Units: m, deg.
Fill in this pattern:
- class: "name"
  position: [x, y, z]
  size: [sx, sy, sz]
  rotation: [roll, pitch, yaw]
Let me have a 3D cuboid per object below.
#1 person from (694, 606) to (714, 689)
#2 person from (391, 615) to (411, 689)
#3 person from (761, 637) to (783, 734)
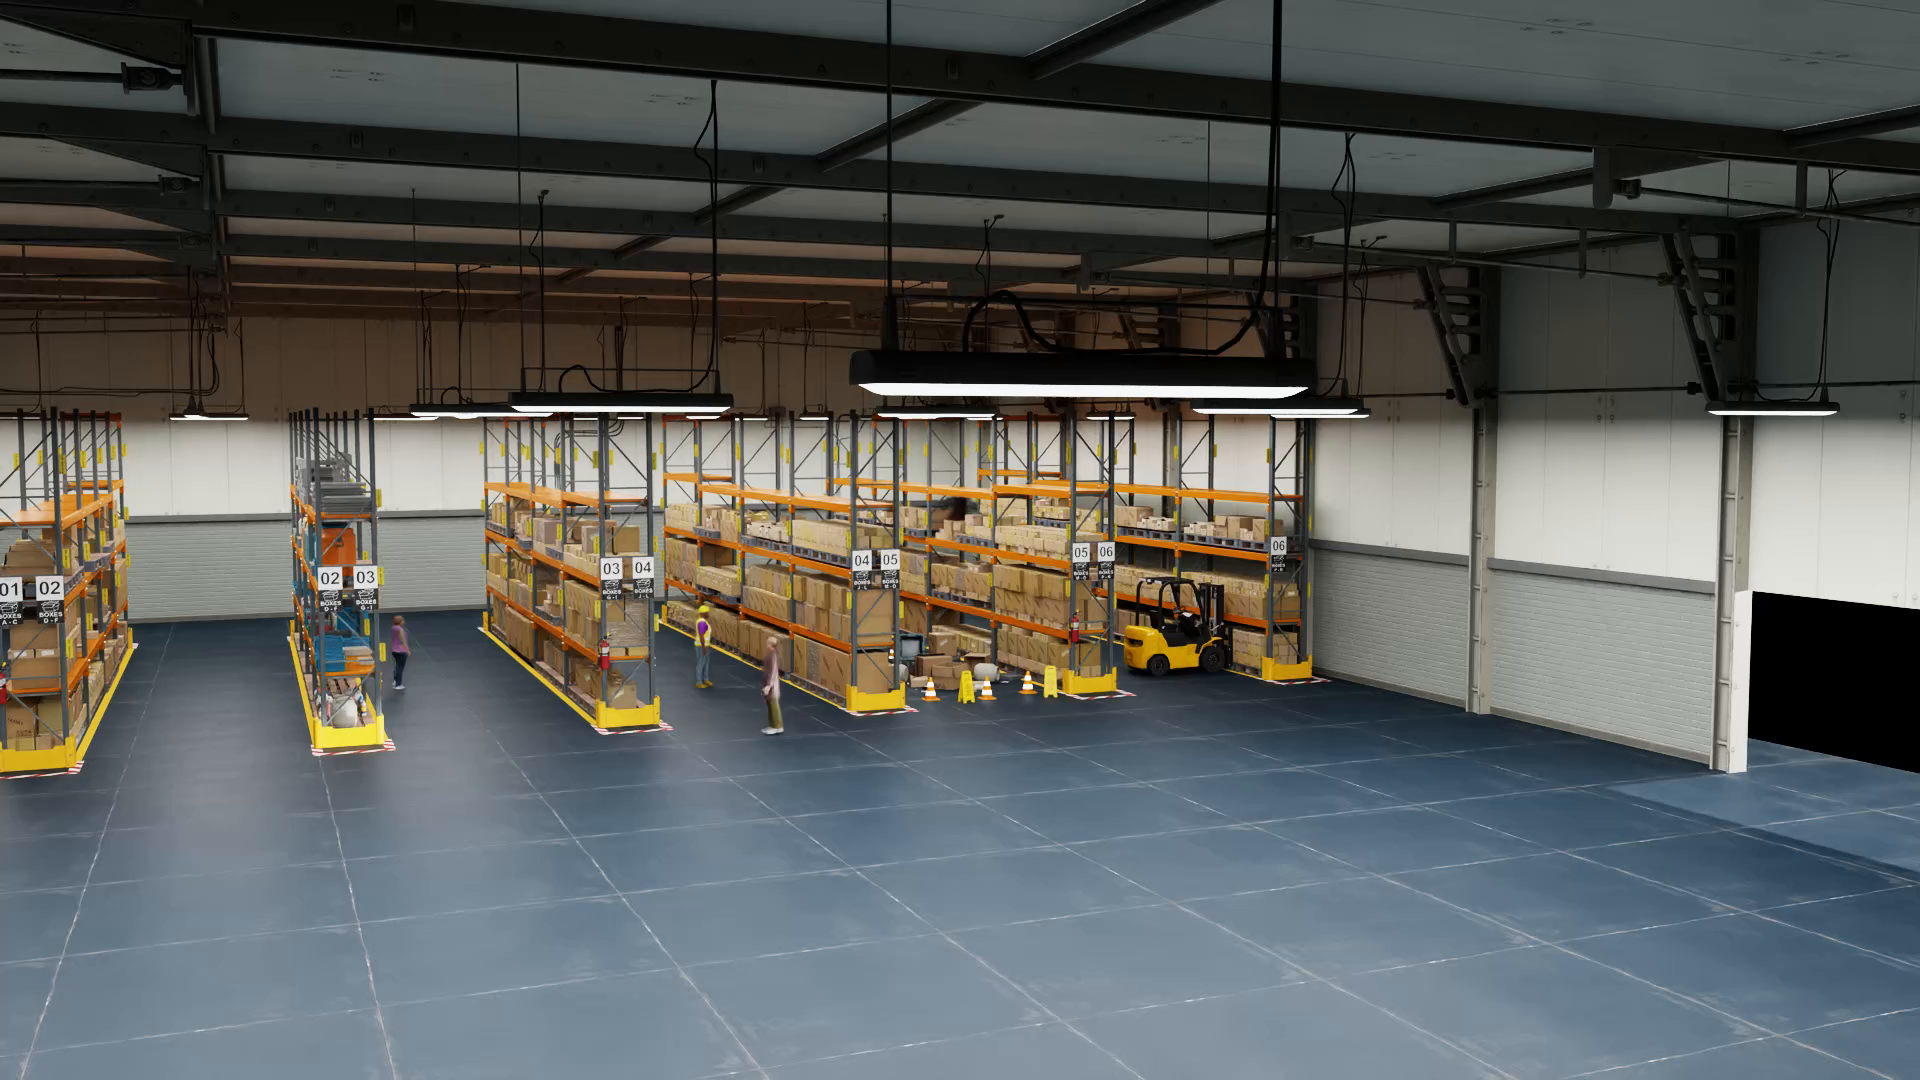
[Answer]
- class: "person"
  position: [-5.566, 2.310, 36.134]
  size: [0.398, 1.783, 0.681]
  rotation: [0, 4, 1]
- class: "person"
  position: [-12.033, 2.421, 35.741]
  size: [0.455, 1.612, 0.446]
  rotation: [1, 4, 17]
- class: "person"
  position: [-3.470, 2.687, 30.710]
  size: [0.398, 1.804, 0.644]
  rotation: [-1, 4, -11]
